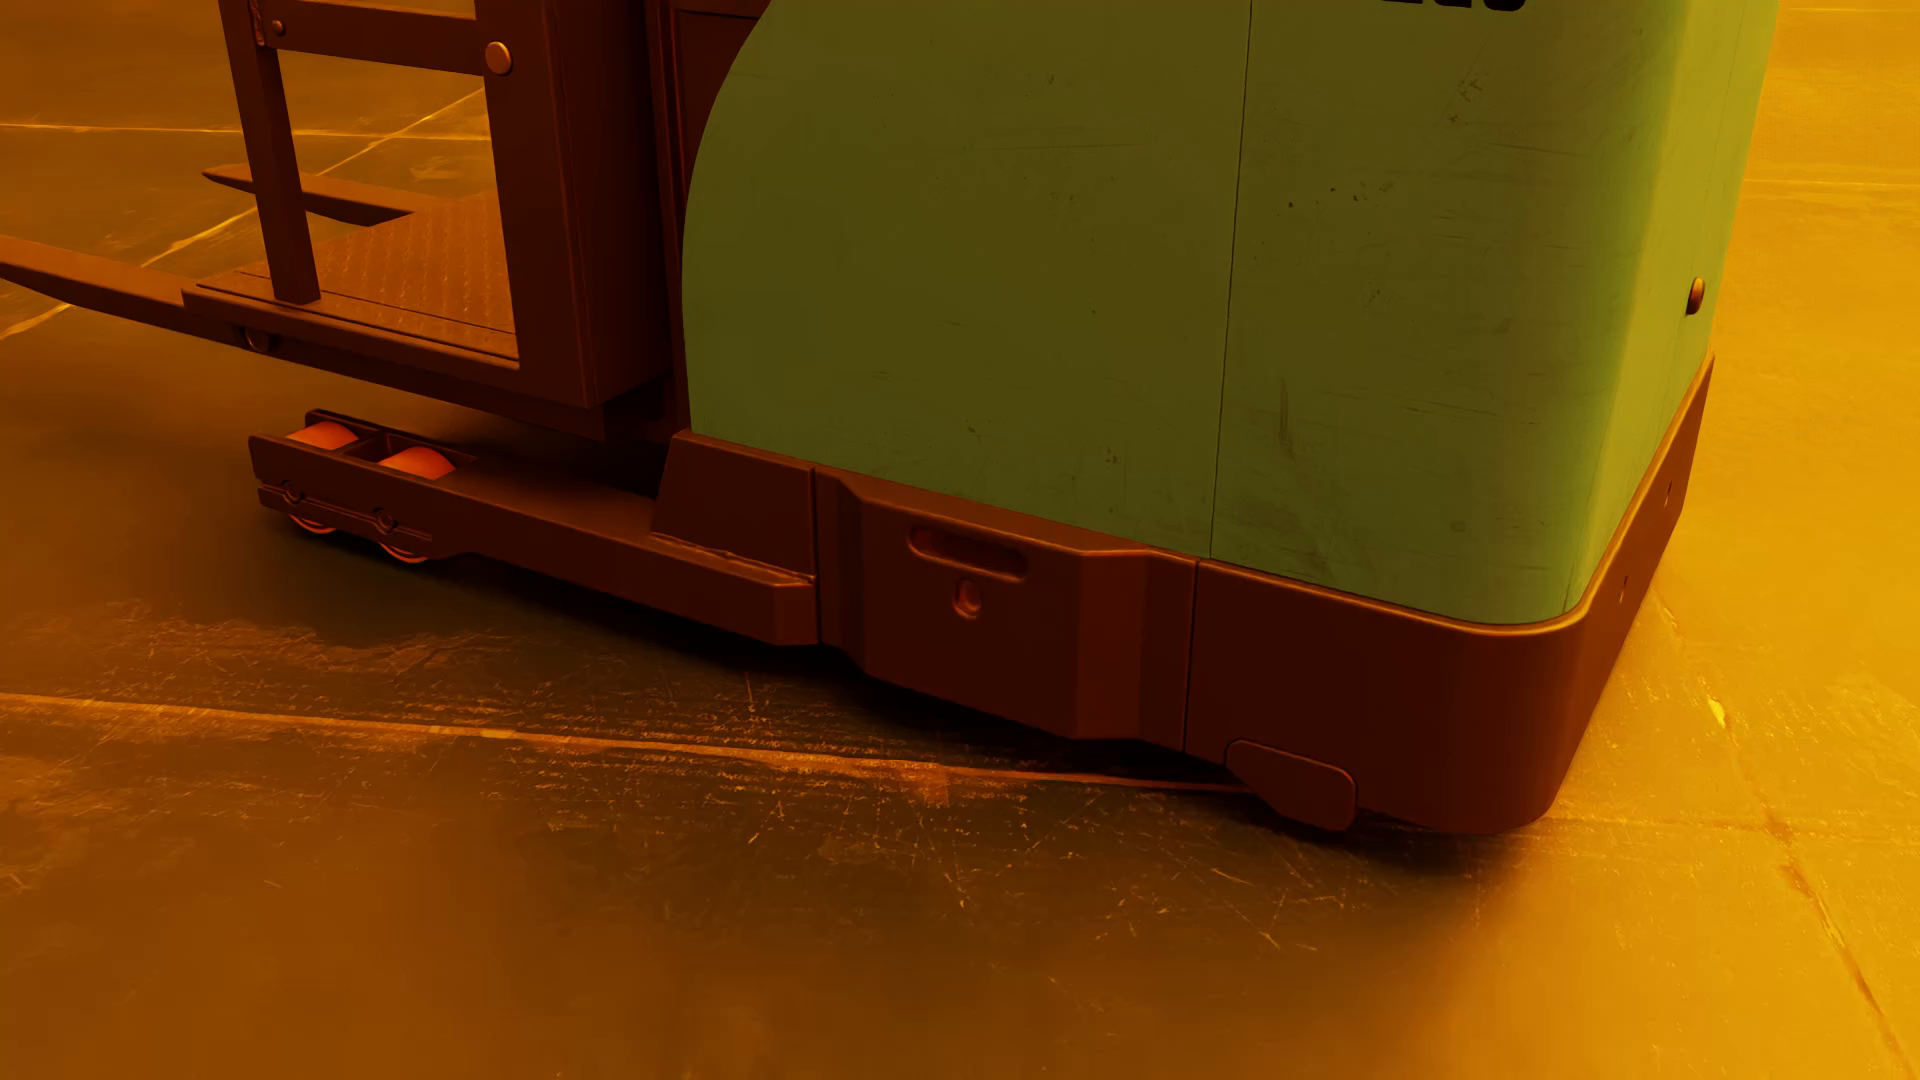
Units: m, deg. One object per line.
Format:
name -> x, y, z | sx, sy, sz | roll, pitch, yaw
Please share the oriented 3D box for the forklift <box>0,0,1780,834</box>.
forklift -> -0.471, -1.465, 2.153 | 3.031, 2.935, 1.130 | 14, 30, 27
